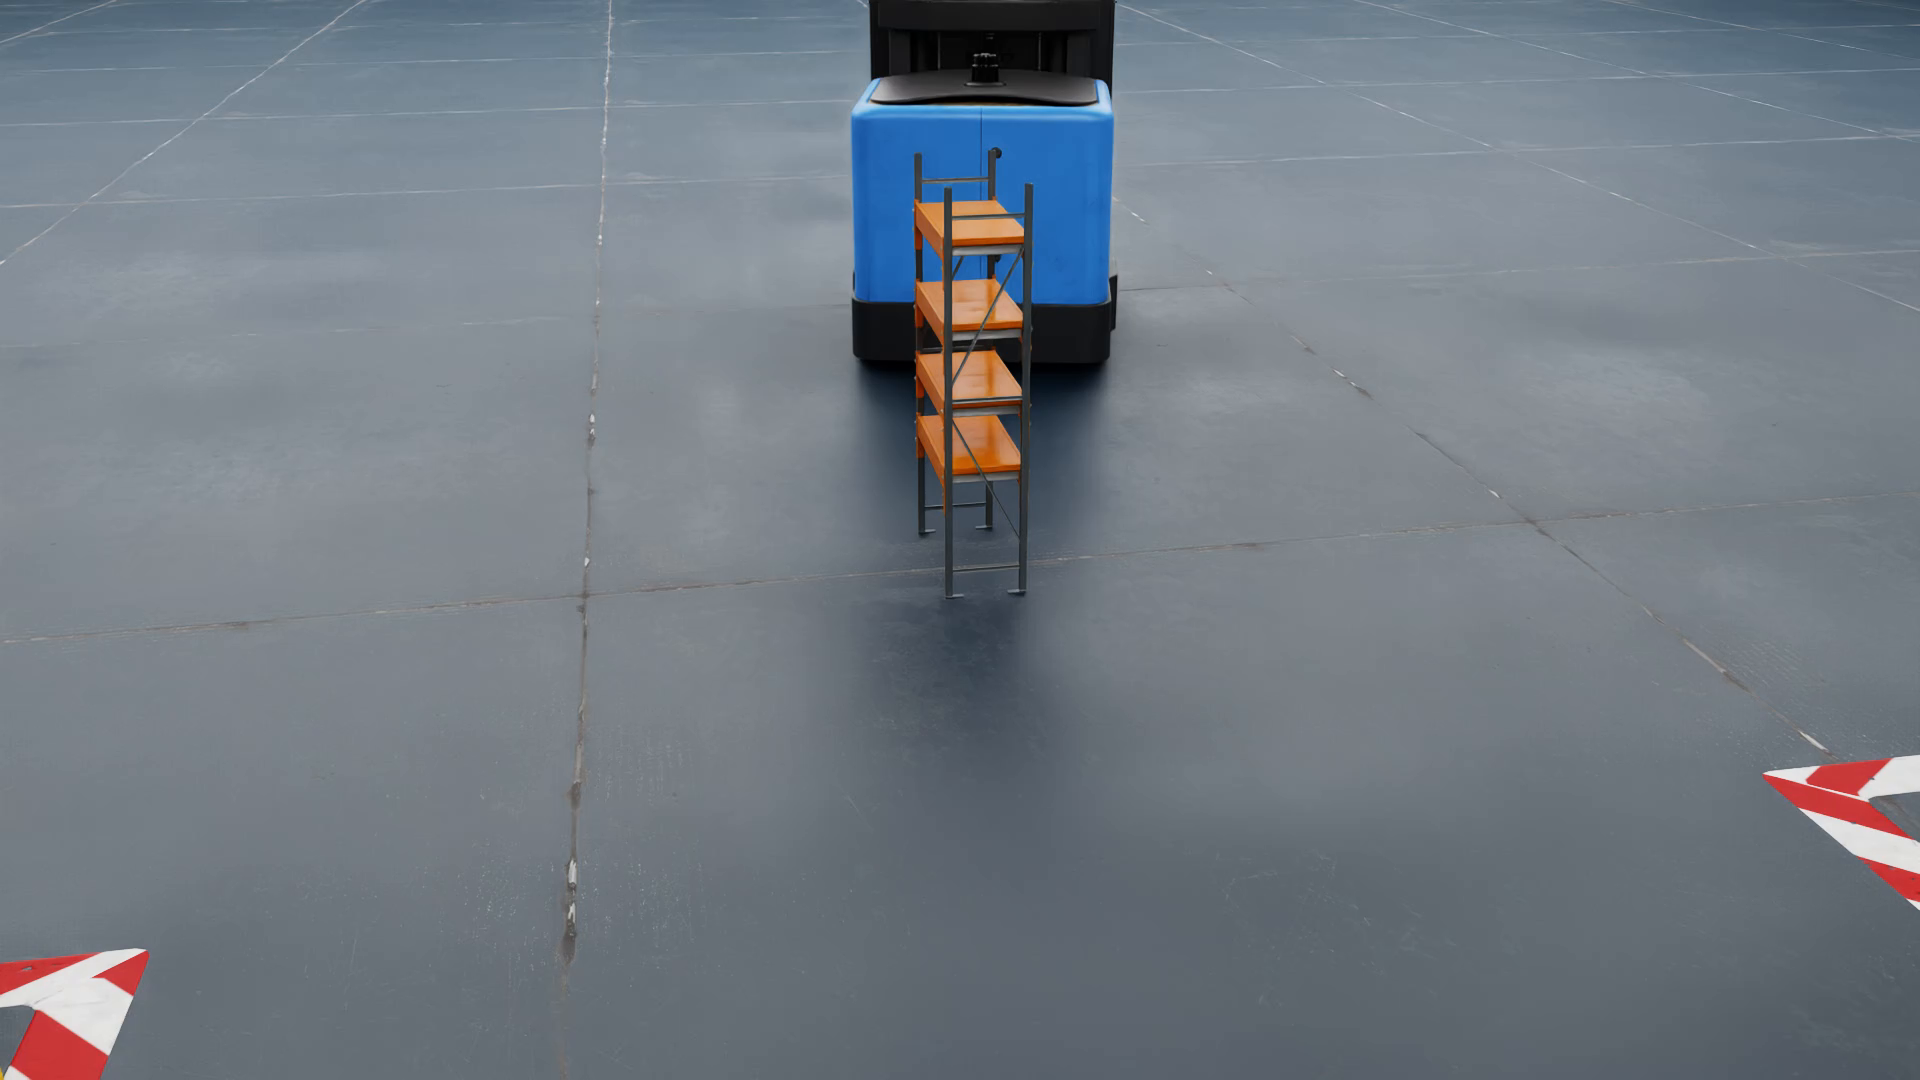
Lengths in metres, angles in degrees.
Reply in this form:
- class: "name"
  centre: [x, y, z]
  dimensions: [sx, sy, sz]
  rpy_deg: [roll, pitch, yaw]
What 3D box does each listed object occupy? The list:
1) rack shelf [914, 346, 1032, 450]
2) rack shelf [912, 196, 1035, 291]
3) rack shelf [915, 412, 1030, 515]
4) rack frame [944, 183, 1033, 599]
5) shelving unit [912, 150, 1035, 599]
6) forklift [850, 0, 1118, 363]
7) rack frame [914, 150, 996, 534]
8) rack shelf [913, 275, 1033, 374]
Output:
- class: "rack shelf"
  centre: [0.031, -0.423, 4.888]
  dimensions: [0.258, 0.148, 0.480]
  rpy_deg: [-4, 24, -10]
- class: "rack shelf"
  centre: [0.031, -0.845, 4.704]
  dimensions: [0.258, 0.148, 0.480]
  rpy_deg: [-4, 24, -10]
- class: "rack shelf"
  centre: [0.031, -0.241, 4.967]
  dimensions: [0.258, 0.148, 0.480]
  rpy_deg: [-4, 24, -10]
- class: "rack frame"
  centre: [0.076, -0.389, 4.641]
  dimensions: [0.240, 1.200, 0.015]
  rpy_deg: [-4, 24, -10]
- class: "shelving unit"
  centre: [0.031, -0.485, 4.861]
  dimensions: [0.258, 1.200, 0.503]
  rpy_deg: [-4, 24, -10]
- class: "forklift"
  centre: [0.155, -2.601, 7.544]
  dimensions: [1.130, 2.935, 3.031]
  rpy_deg: [1, 24, 3]
- class: "rack frame"
  centre: [-0.014, -0.581, 5.081]
  dimensions: [0.240, 1.200, 0.015]
  rpy_deg: [-4, 24, -10]
- class: "rack shelf"
  centre: [0.031, -0.628, 4.798]
  dimensions: [0.258, 0.148, 0.480]
  rpy_deg: [-4, 24, -10]
